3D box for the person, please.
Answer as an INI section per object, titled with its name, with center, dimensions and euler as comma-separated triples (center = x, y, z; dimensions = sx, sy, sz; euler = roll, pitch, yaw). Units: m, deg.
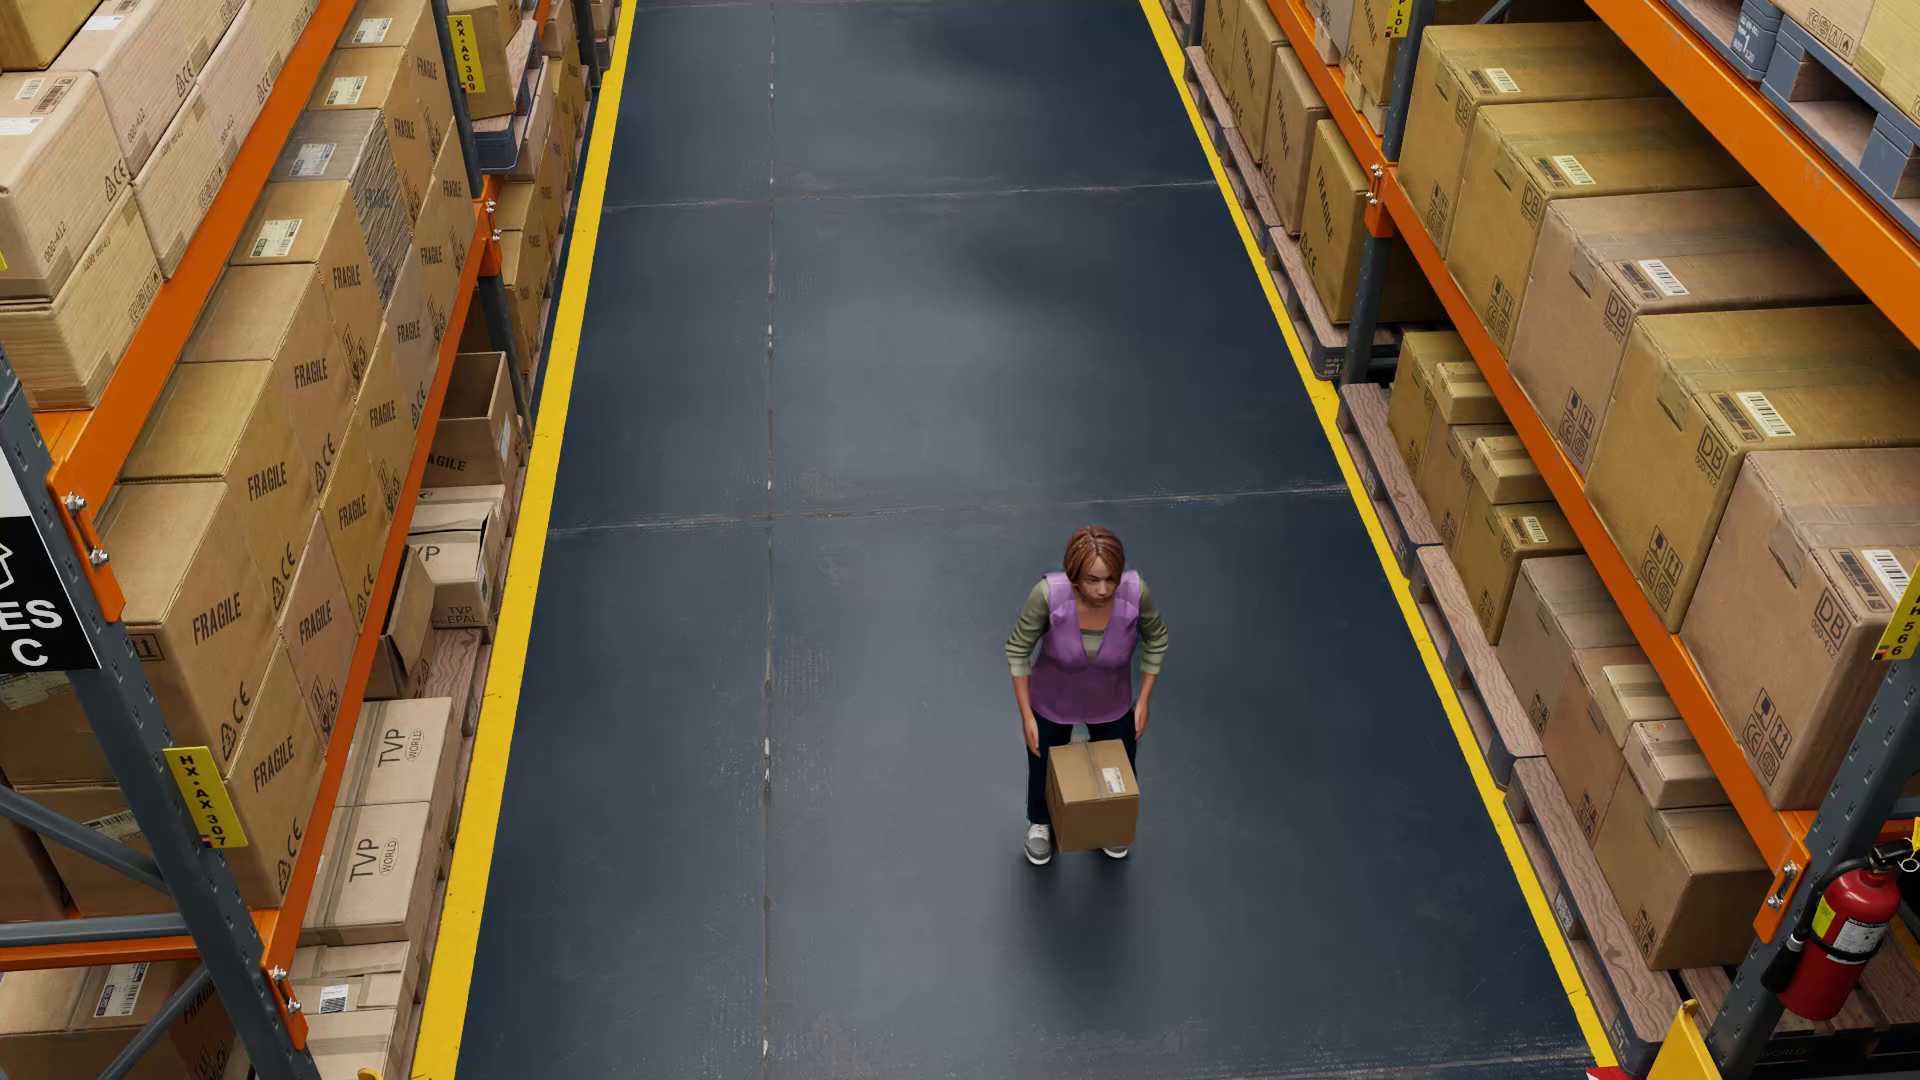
[person]
center = 0.413, 0.539, 5.540
dimensions = 0.536, 1.563, 0.443
euler = -2, 40, -2
